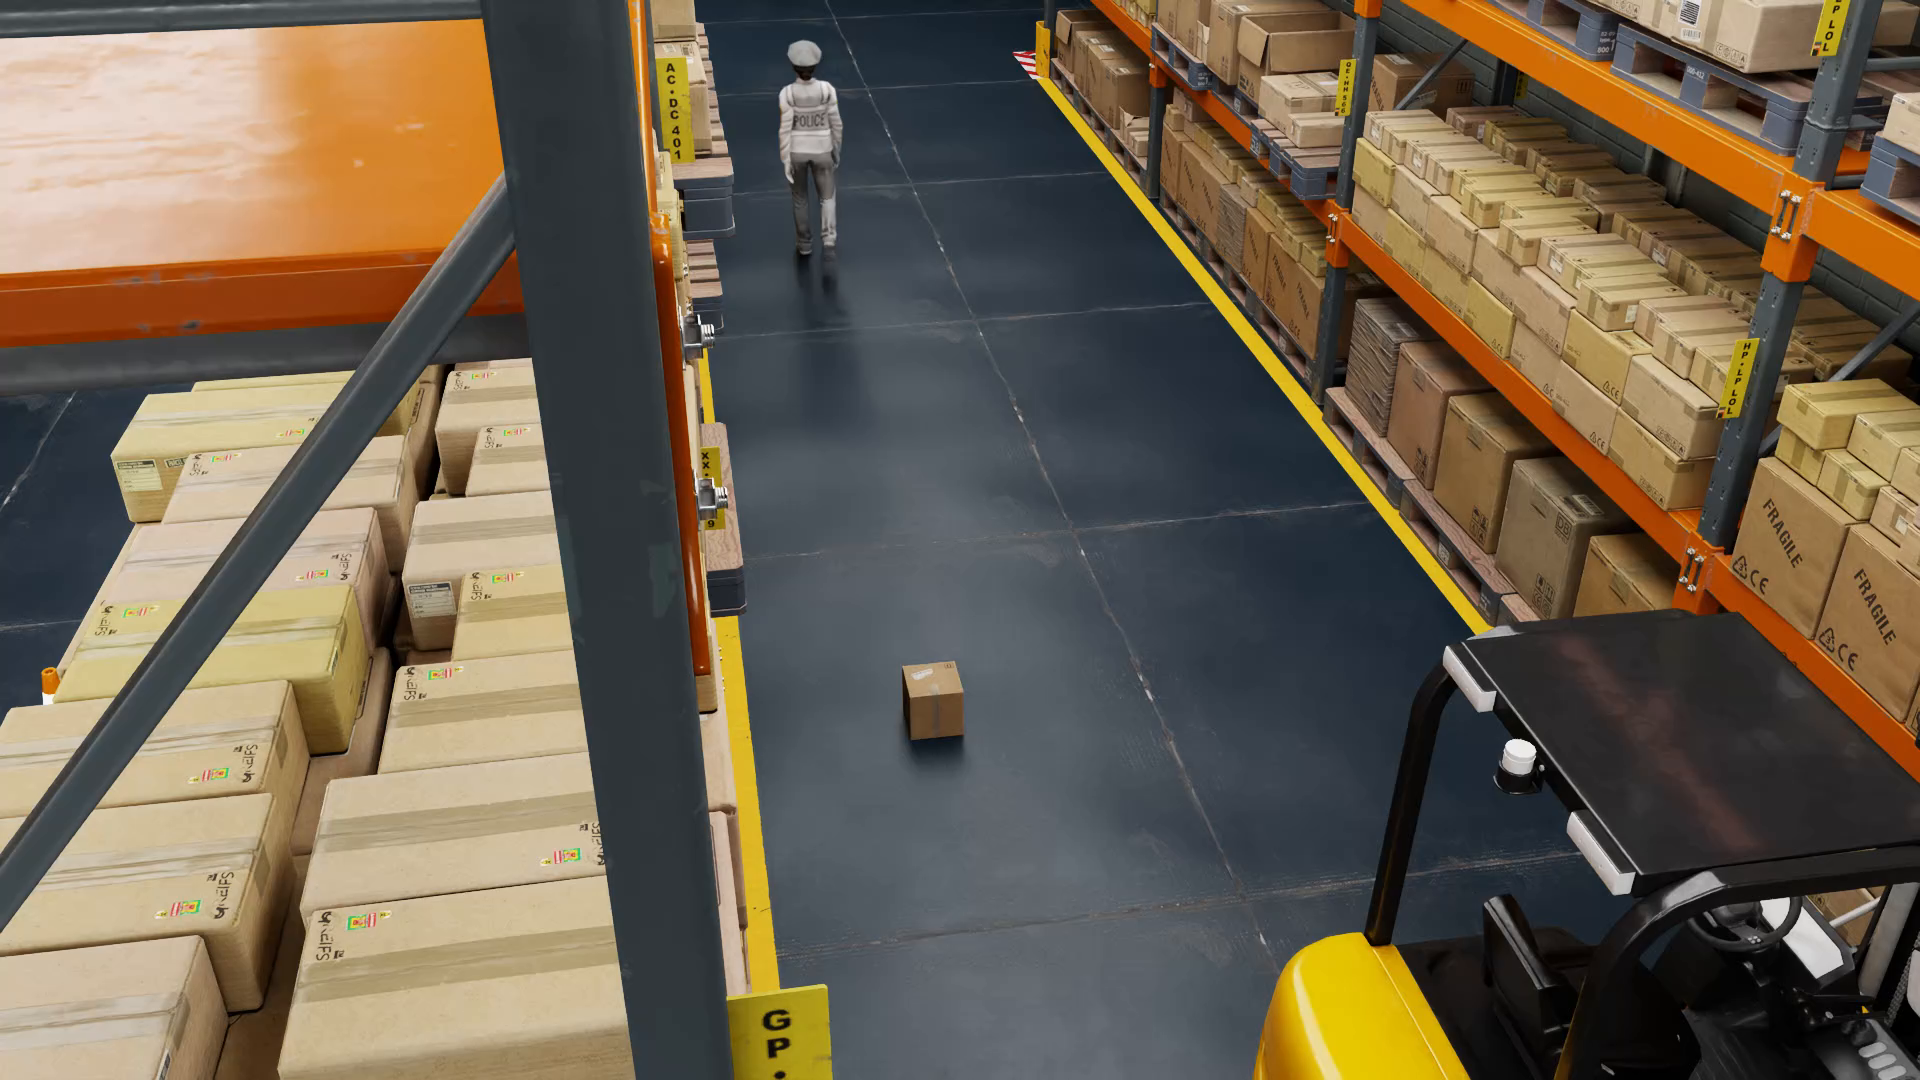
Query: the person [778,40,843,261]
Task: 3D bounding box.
[{"bbox_3d":[-1.104,-2.871,12.389,0.482,1.663,0.797,-4,31,-7],"label":"person"}]
